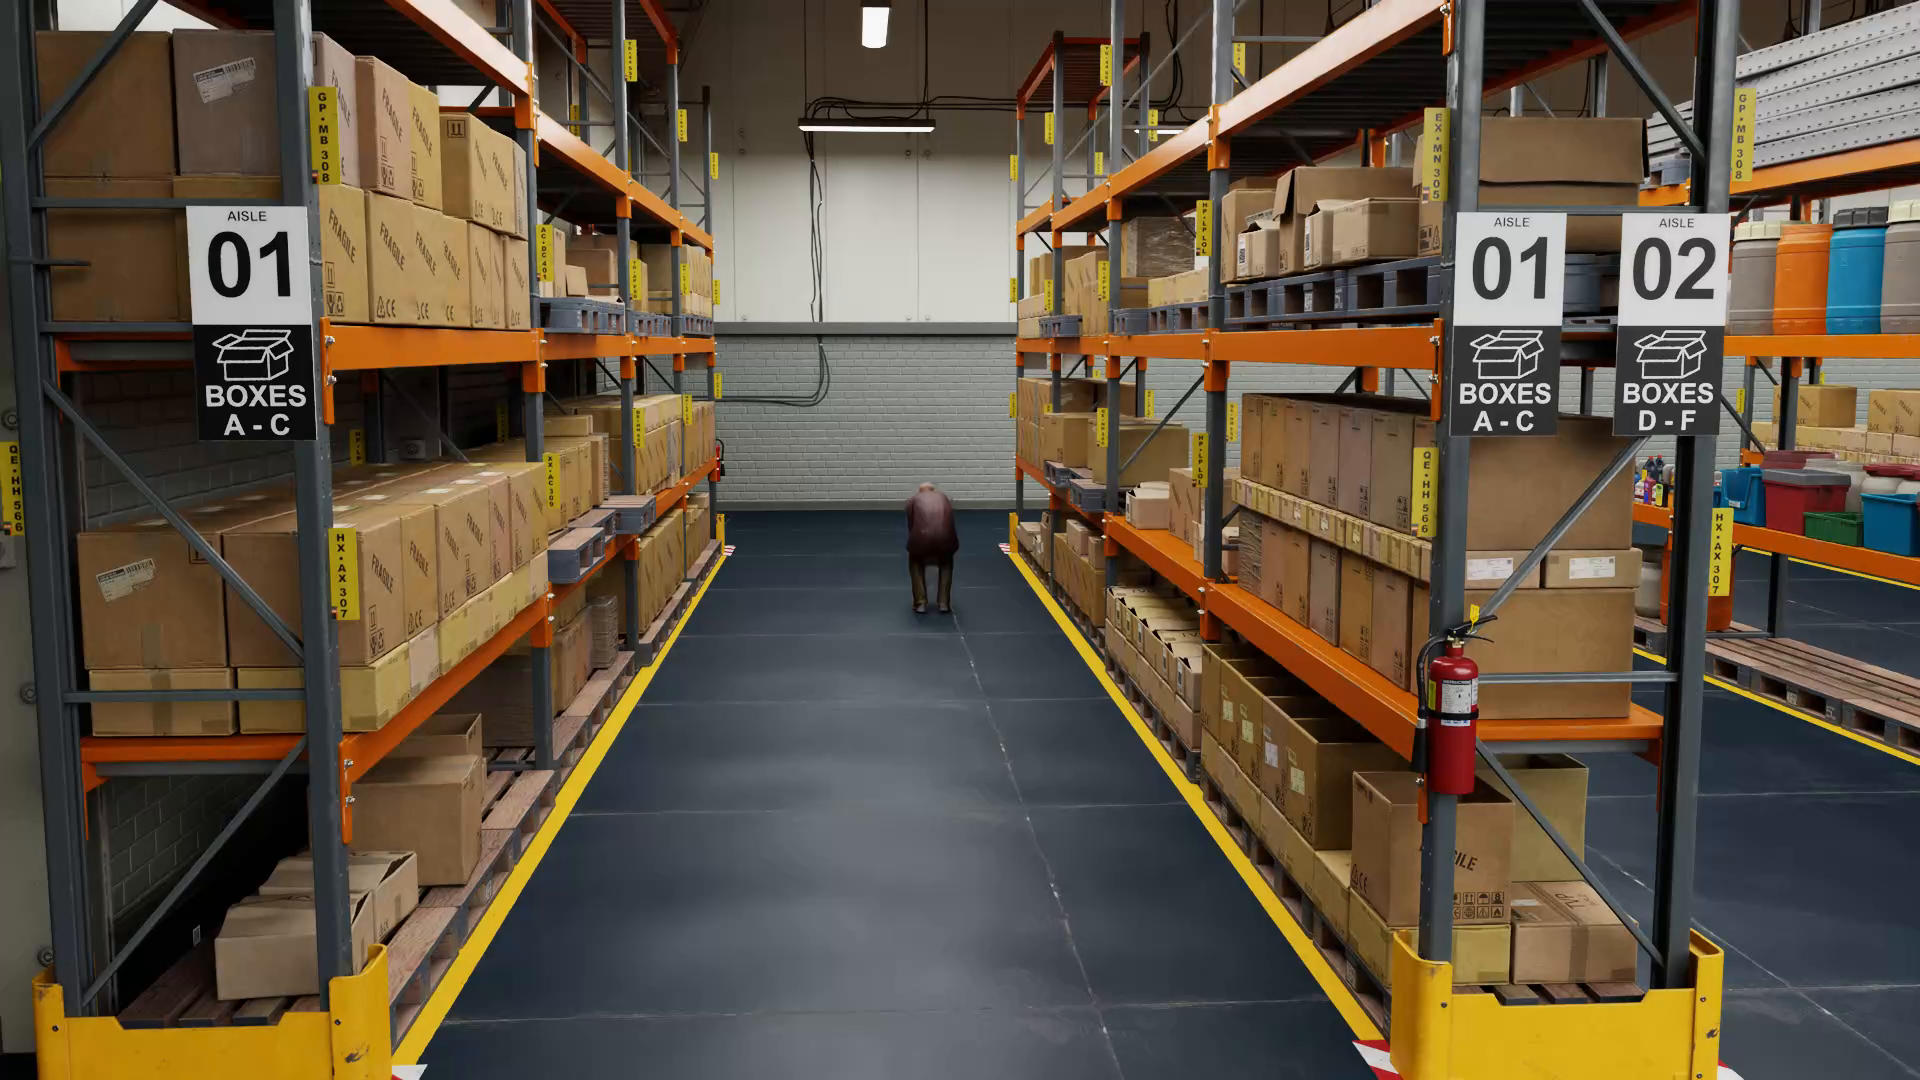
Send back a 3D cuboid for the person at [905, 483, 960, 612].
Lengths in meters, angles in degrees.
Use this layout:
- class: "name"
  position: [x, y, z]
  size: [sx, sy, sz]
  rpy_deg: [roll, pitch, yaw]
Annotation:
- class: "person"
  position: [-0.303, 0.080, 17.304]
  size: [0.567, 1.268, 0.910]
  rpy_deg: [-1, 7, -6]
